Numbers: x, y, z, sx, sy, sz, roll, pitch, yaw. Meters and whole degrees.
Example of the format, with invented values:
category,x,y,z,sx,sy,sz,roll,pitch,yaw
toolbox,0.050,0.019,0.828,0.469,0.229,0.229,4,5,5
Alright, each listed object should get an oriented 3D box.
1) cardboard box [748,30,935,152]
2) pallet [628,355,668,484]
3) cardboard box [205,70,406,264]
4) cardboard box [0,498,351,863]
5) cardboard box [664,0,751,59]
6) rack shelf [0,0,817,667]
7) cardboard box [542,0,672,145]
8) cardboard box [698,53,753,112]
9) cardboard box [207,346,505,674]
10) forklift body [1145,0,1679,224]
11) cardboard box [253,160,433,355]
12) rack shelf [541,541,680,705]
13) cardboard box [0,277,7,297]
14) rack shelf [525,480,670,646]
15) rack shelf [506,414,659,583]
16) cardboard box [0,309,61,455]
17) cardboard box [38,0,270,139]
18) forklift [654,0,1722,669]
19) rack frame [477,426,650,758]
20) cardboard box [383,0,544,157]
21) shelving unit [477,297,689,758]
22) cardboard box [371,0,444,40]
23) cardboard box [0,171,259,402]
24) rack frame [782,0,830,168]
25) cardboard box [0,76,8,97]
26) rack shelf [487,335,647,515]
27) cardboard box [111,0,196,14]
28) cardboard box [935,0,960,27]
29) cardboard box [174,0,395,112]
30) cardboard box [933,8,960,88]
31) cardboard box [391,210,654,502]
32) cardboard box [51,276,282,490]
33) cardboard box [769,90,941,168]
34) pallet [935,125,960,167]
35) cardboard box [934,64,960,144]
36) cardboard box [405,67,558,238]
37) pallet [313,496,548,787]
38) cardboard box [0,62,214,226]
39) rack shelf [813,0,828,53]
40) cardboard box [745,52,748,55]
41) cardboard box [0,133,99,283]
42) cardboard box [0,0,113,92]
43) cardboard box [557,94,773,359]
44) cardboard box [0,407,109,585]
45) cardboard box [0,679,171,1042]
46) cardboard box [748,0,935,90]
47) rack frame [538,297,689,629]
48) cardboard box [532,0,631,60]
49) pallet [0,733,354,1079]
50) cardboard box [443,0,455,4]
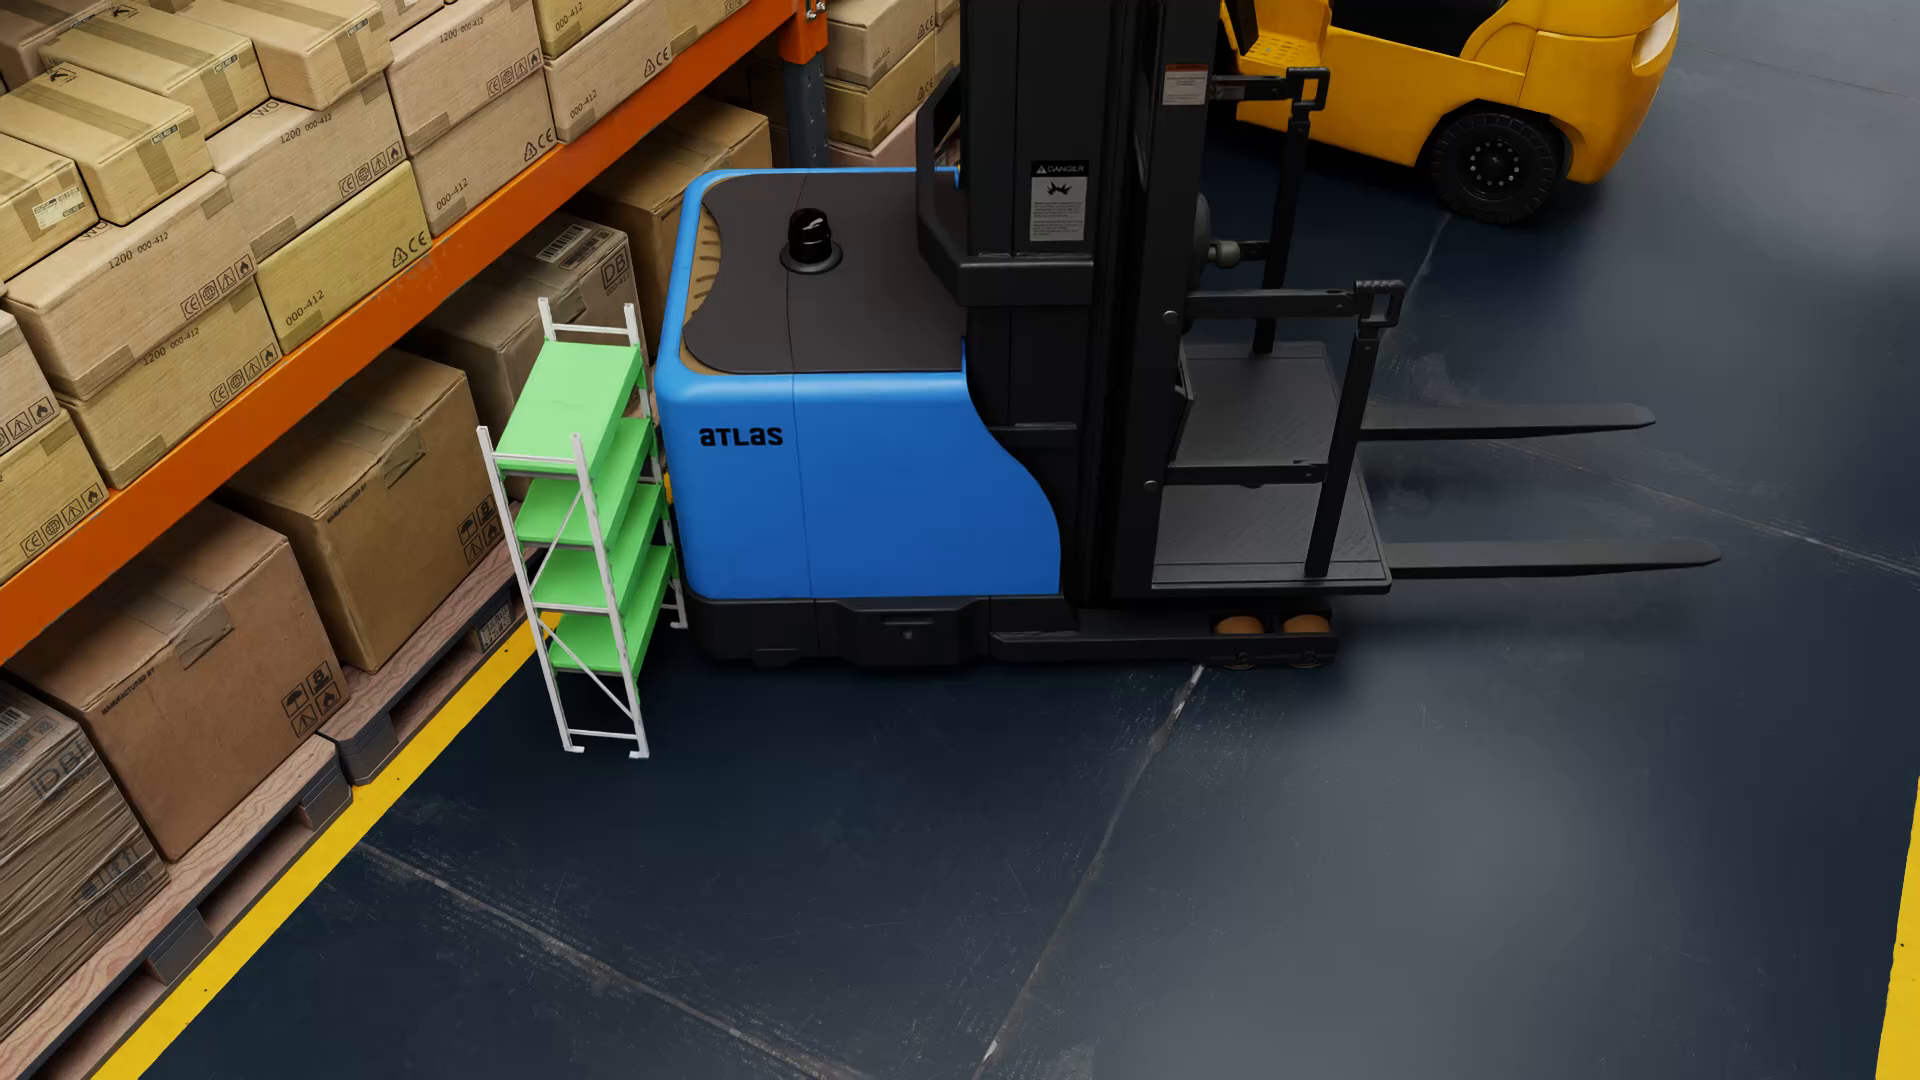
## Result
category,x,y,z,sx,sy,sz,roll,pitch,yaw
cardboard box,-0.429,-1.716,6.124,0.500,0.250,0.500,20,49,19
pallet,-1.235,-0.699,5.793,1.003,0.211,1.213,20,49,19
cardboard box,-1.654,-0.927,3.812,0.500,0.250,0.500,21,49,20
cardboard box,-2.186,0.248,4.270,0.875,0.625,0.625,22,49,20
cardboard box,-0.929,-1.700,4.927,0.500,0.250,0.500,22,49,20
rack shelf,-1.856,-0.644,4.283,1.077,0.370,4.000,20,49,19
cardboard box,-1.158,-1.381,4.612,0.500,0.250,0.500,20,49,19
cardboard box,-0.883,-1.888,6.293,0.500,0.250,0.500,19,48,18
cardboard box,-1.874,-0.176,4.690,0.875,0.625,0.625,19,48,17
forklift body,1.665,-2.581,6.289,2.313,2.155,1.214,20,49,19
cardboard box,-1.648,-0.751,3.989,0.500,0.250,0.500,22,49,20
rack shelf,-0.962,0.215,4.621,0.258,0.148,0.480,5,46,4
cardboard box,-2.046,-0.511,3.120,0.380,0.149,0.250,21,49,19
rack shelf,-0.962,0.046,4.450,0.258,0.148,0.480,5,46,4
rack shelf,-0.962,-0.122,4.280,0.258,0.148,0.480,5,46,4
cardboard box,-2.128,-0.274,3.165,0.500,0.250,0.500,22,49,20
cardboard box,-1.750,-1.016,3.618,0.380,0.149,0.250,20,49,19
forklift,0.718,-1.031,4.208,3.031,2.935,1.130,-1,45,-1
rack frame,-0.989,0.174,4.234,0.240,1.200,0.015,5,46,4
cardboard box,-1.403,-1.239,4.120,0.500,0.250,0.500,21,49,20
shelving unit,-0.962,0.002,4.405,0.258,1.200,0.503,5,46,4
cardboard box,-1.456,-1.316,3.916,0.380,0.149,0.250,21,49,19
cardboard box,-1.869,-0.597,3.485,0.500,0.250,0.500,19,48,18
rack frame,-0.927,-2.156,5.272,1.000,3.000,0.127,20,49,19
cardboard box,-2.331,-1.018,3.620,0.380,0.149,0.250,20,49,18
rack shelf,-0.962,-0.291,4.109,0.258,0.148,0.480,5,46,4
cardboard box,-2.029,-1.324,3.923,0.380,0.149,0.250,21,49,19
cardboard box,-0.178,-2.209,6.259,0.500,0.250,0.500,21,49,19
cardboard box,-1.510,-1.124,3.725,0.380,0.149,0.250,19,48,18
cardboard box,-0.197,-2.034,6.438,0.500,0.250,0.500,20,49,19
cardboard box,-1.526,-0.651,5.158,0.875,0.625,0.625,20,49,19
cardboard box,-1.891,-0.425,3.666,0.500,0.250,0.500,19,48,18
cardboard box,-0.409,-1.533,6.294,0.500,0.250,0.500,21,49,19
pallet,-0.521,-1.663,6.746,1.003,0.211,1.213,20,49,19
cardboard box,-0.187,-1.858,6.615,0.500,0.250,0.500,19,48,18
cardboard box,-1.415,-1.079,4.313,0.500,0.250,0.500,21,49,19
pallet,-1.800,0.072,5.030,1.003,0.211,1.213,20,49,19
cardboard box,-1.785,-0.820,3.425,0.380,0.149,0.250,21,49,20
rack shelf,0.001,-3.164,6.773,1.077,0.370,4.000,20,49,19
cardboard box,-0.870,-2.063,6.115,0.500,0.250,0.500,21,49,20
cardboard box,-1.955,-0.679,3.286,0.380,0.149,0.250,21,49,19
cardboard box,-2.117,-1.145,3.746,0.380,0.149,0.250,22,49,20
cardboard box,-1.159,-1.137,5.639,0.875,0.625,0.625,23,50,21
cardboard box,-2.124,-0.098,3.343,0.500,0.250,0.500,19,48,18
cardboard box,-2.482,0.662,3.861,0.875,0.625,0.625,22,49,20
cardboard box,-0.425,-1.890,5.944,0.500,0.250,0.500,20,49,18
rack frame,-0.935,-0.171,4.575,0.240,1.200,0.015,5,46,4
cardboard box,-1.161,-1.559,4.436,0.500,0.250,0.500,19,48,18
pallet,-2.367,0.838,4.273,1.003,0.211,1.213,20,49,19
cardboard box,-1.335,-1.472,4.069,0.380,0.149,0.250,19,48,18
